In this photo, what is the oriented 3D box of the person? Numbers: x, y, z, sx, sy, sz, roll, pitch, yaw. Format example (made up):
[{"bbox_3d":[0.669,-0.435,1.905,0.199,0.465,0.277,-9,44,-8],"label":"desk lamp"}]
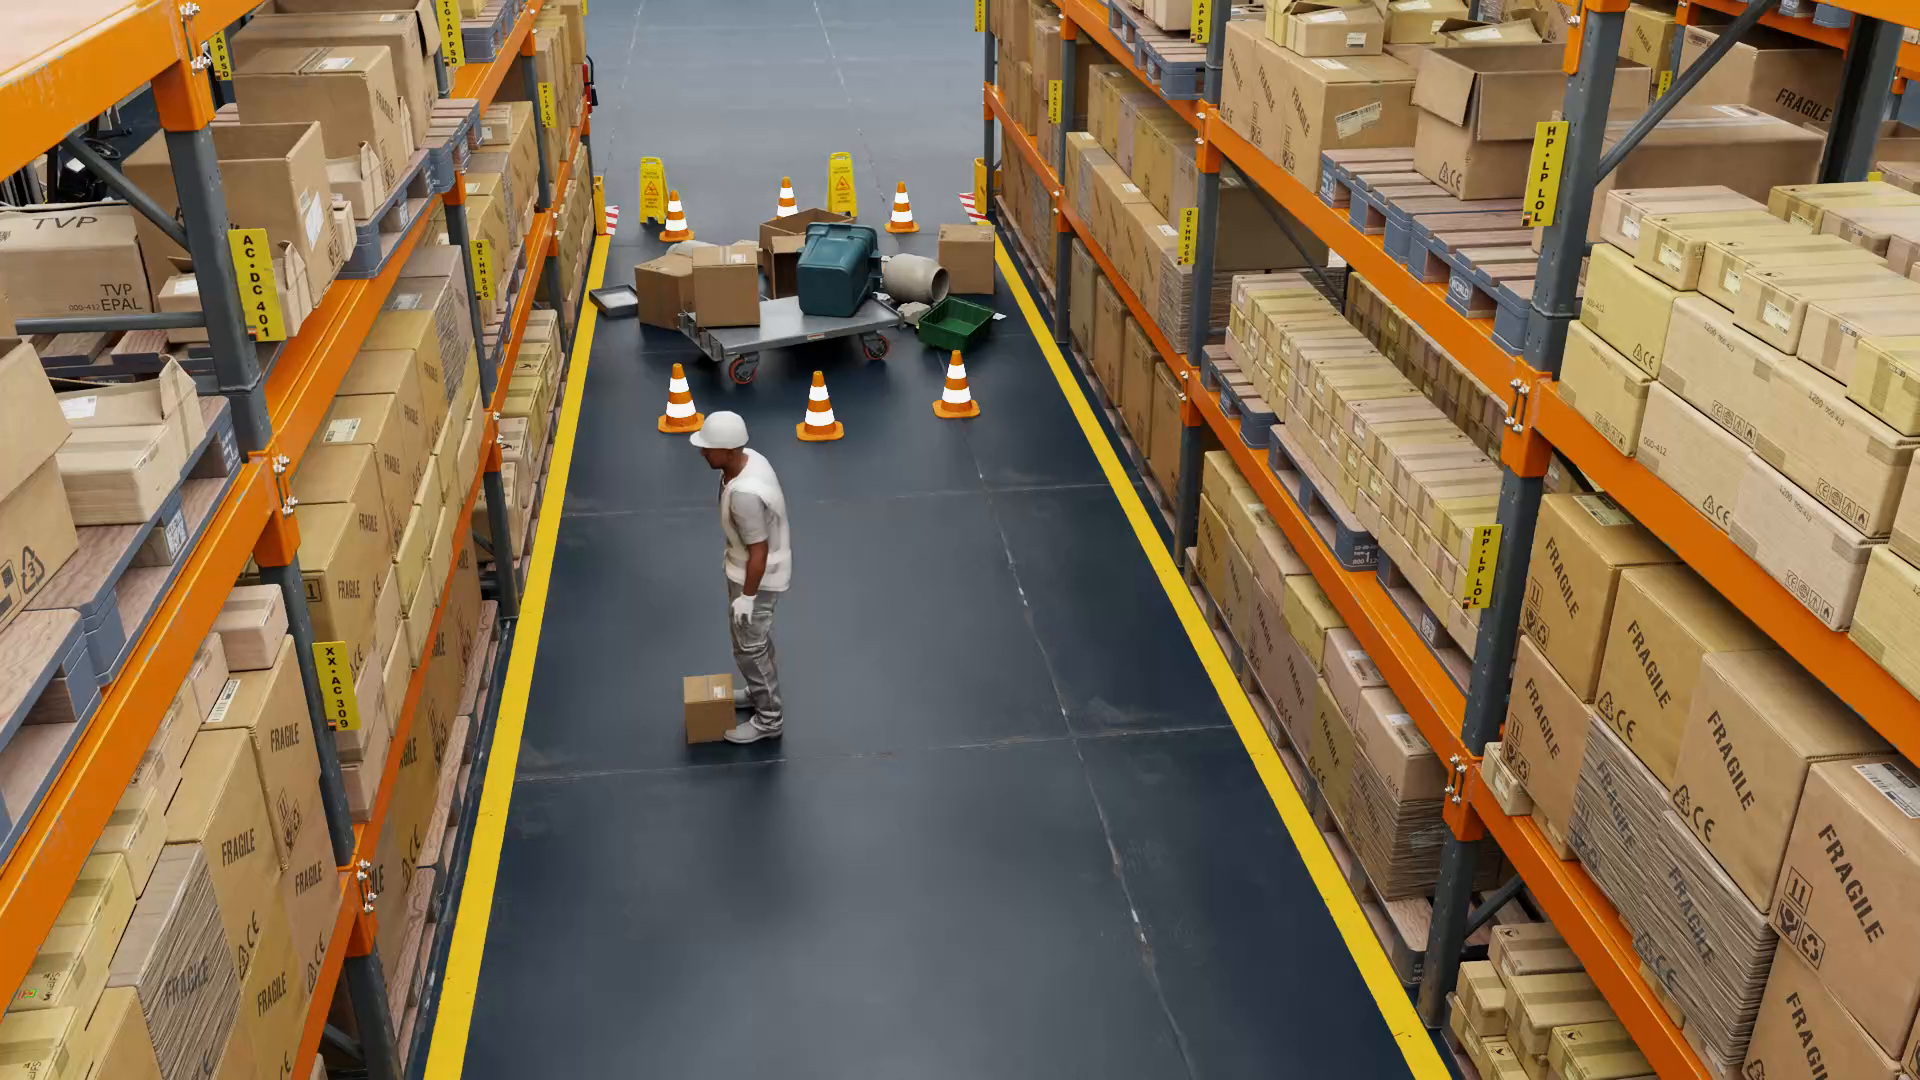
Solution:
[{"bbox_3d":[-1.062,0.174,8.261,0.445,1.775,0.632,-5,27,-9],"label":"person"}]
